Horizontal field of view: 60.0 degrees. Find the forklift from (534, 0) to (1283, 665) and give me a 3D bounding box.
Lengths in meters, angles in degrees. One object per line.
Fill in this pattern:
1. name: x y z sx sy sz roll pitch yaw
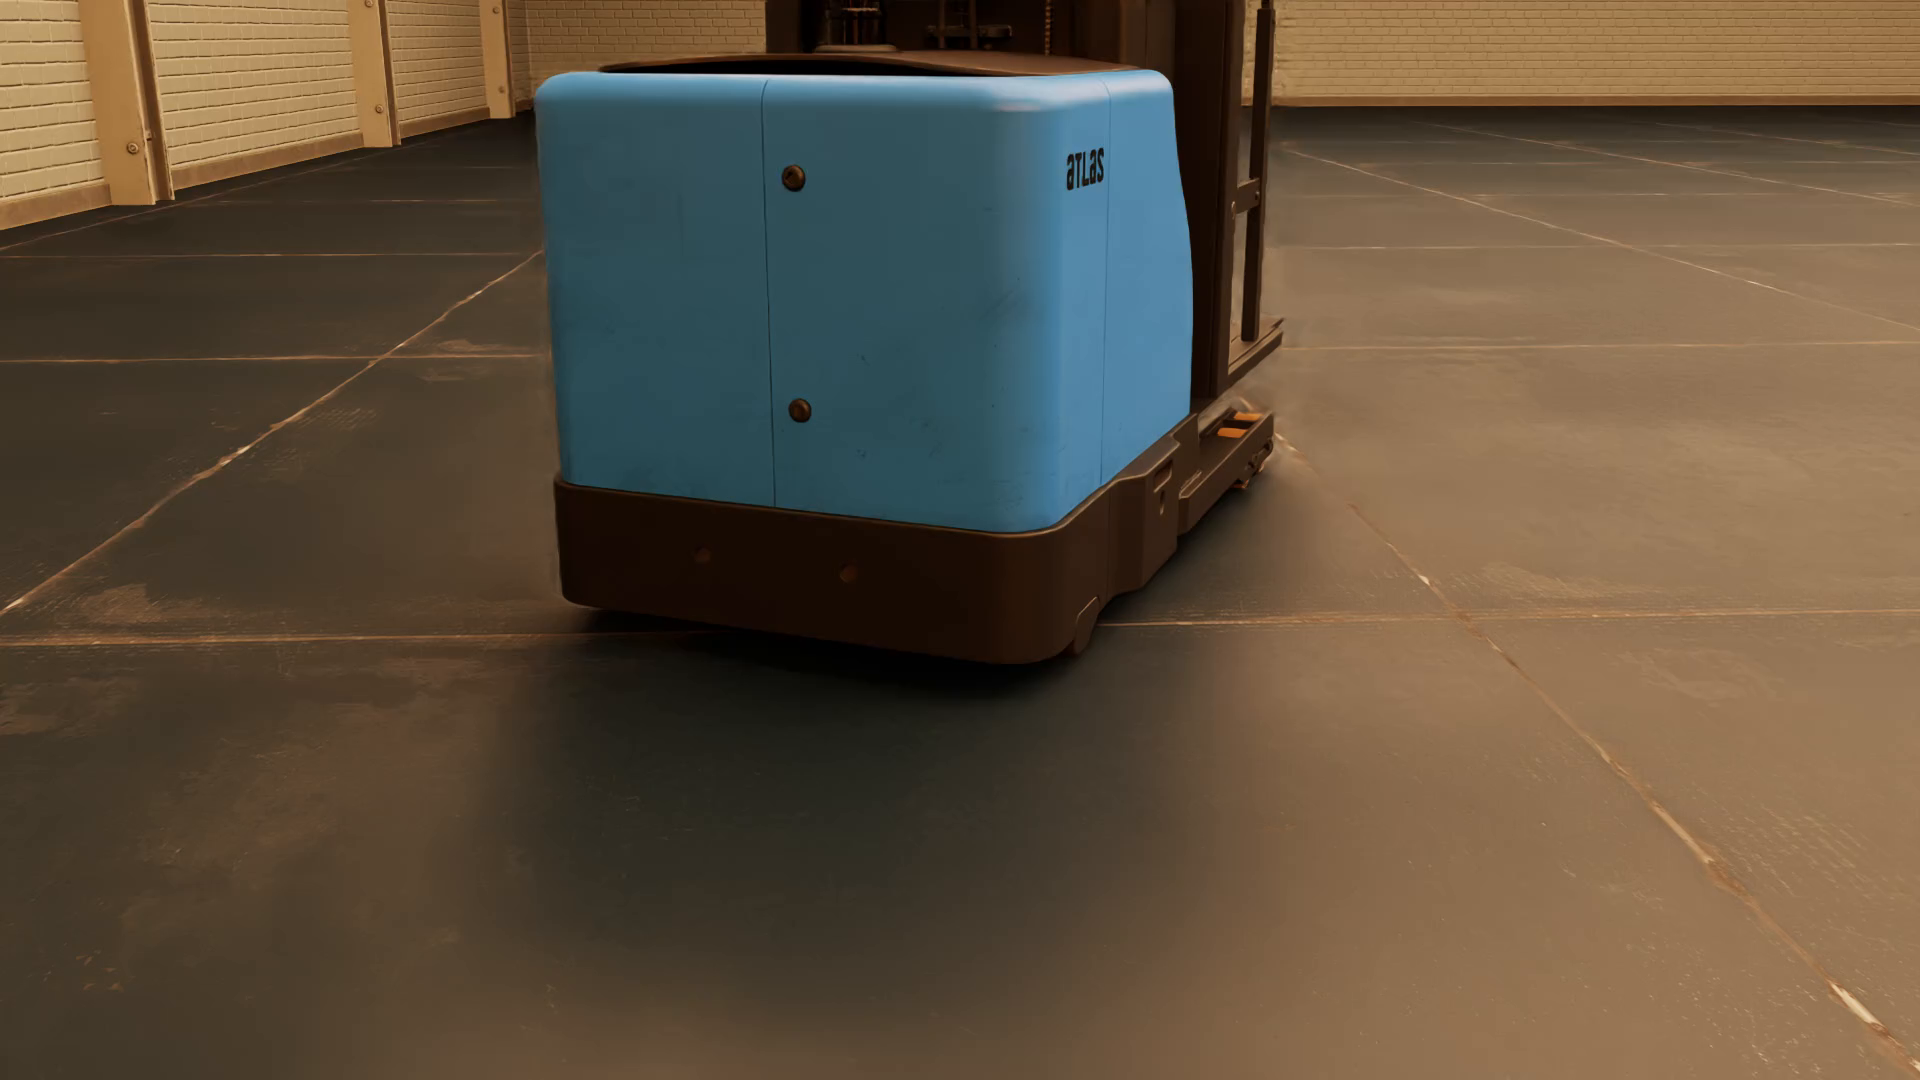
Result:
1. forklift: 0.215 -1.570 4.040 1.130 2.935 3.031 7 18 21
